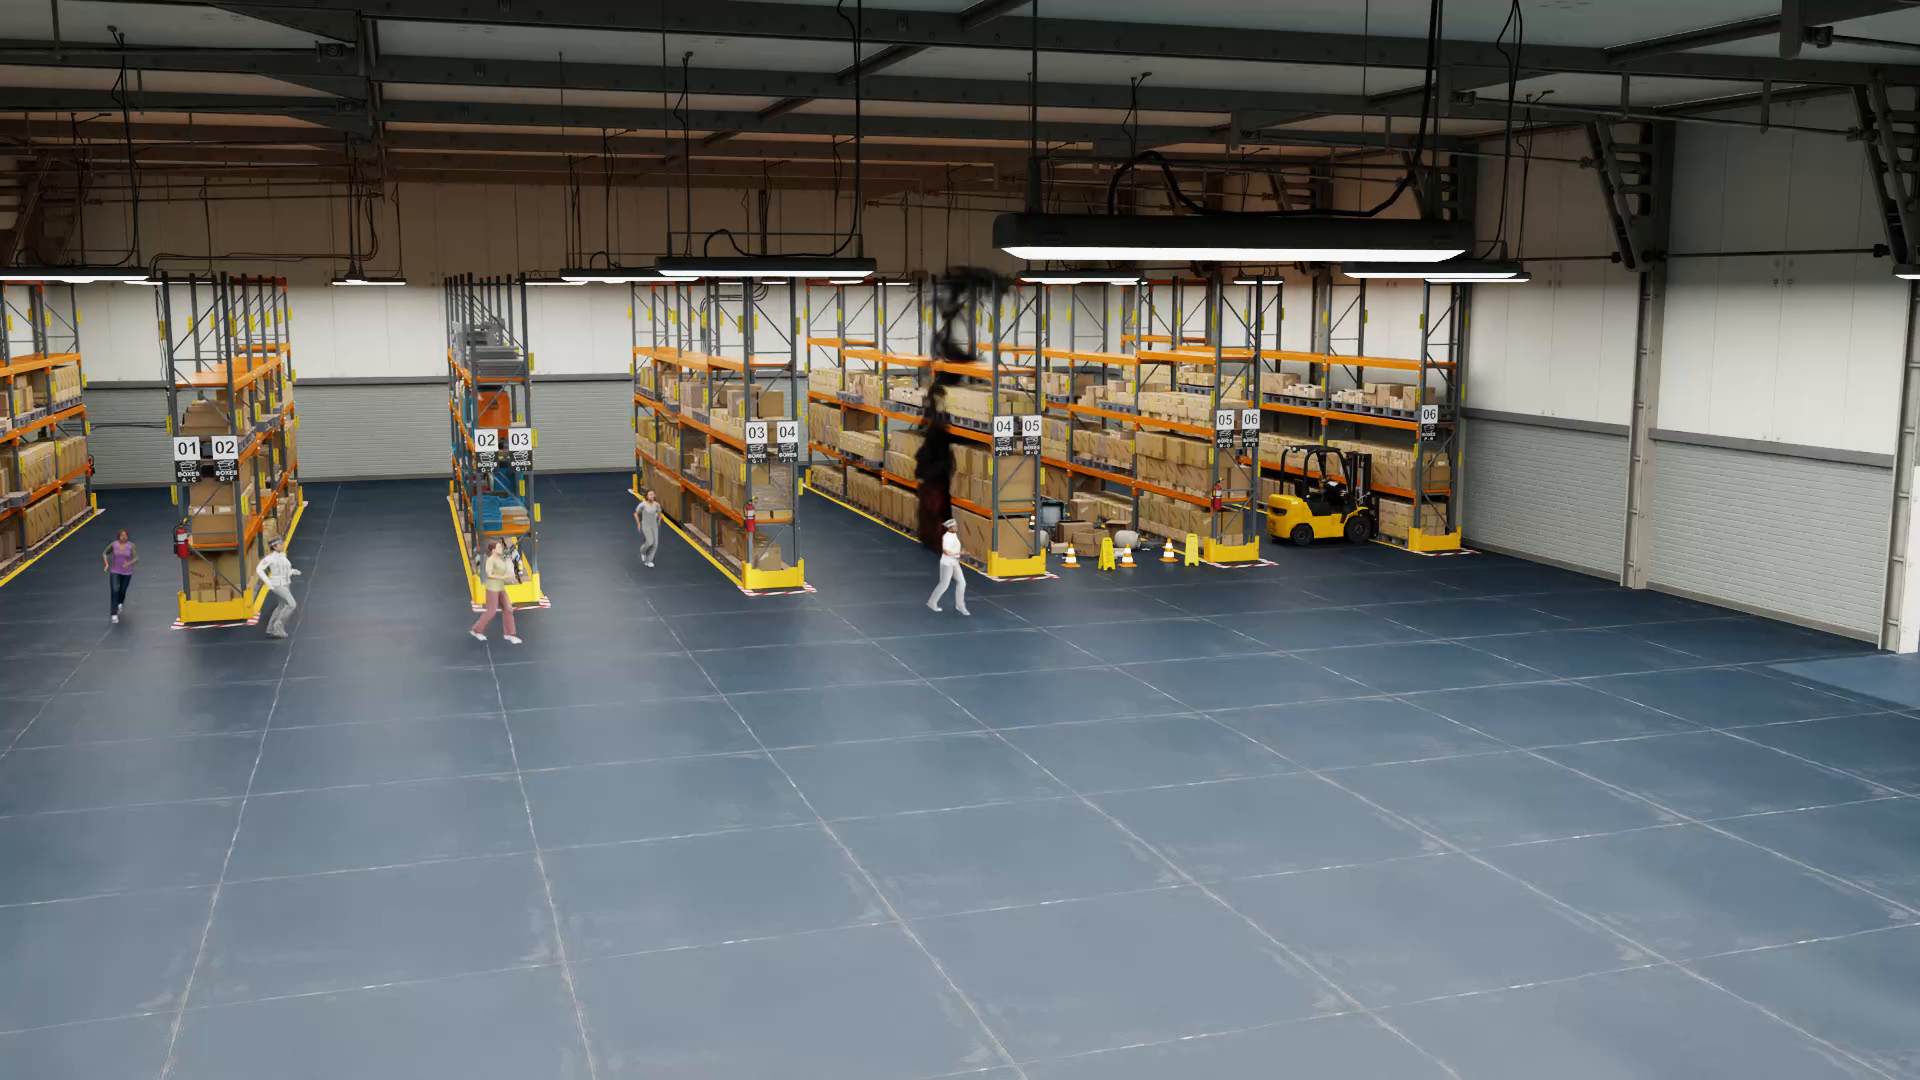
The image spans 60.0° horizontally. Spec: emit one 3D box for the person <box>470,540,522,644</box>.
[{"bbox_3d":[-7.547,0.857,26.943,0.819,1.698,0.594,1,9,6],"label":"person"}]

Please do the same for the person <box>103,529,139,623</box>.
[{"bbox_3d":[-14.623,0.596,29.026,0.569,1.590,0.819,-4,10,-27],"label":"person"}]

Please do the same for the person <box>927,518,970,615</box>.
[{"bbox_3d":[-0.210,0.473,29.343,0.789,1.751,0.571,3,9,22],"label":"person"}]

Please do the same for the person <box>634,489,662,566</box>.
[{"bbox_3d":[-6.401,-0.247,34.359,0.550,1.619,0.593,-6,10,-33],"label":"person"}]

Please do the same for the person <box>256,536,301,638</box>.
[{"bbox_3d":[-11.179,0.770,27.397,0.666,1.691,0.587,1,9,4],"label":"person"}]
